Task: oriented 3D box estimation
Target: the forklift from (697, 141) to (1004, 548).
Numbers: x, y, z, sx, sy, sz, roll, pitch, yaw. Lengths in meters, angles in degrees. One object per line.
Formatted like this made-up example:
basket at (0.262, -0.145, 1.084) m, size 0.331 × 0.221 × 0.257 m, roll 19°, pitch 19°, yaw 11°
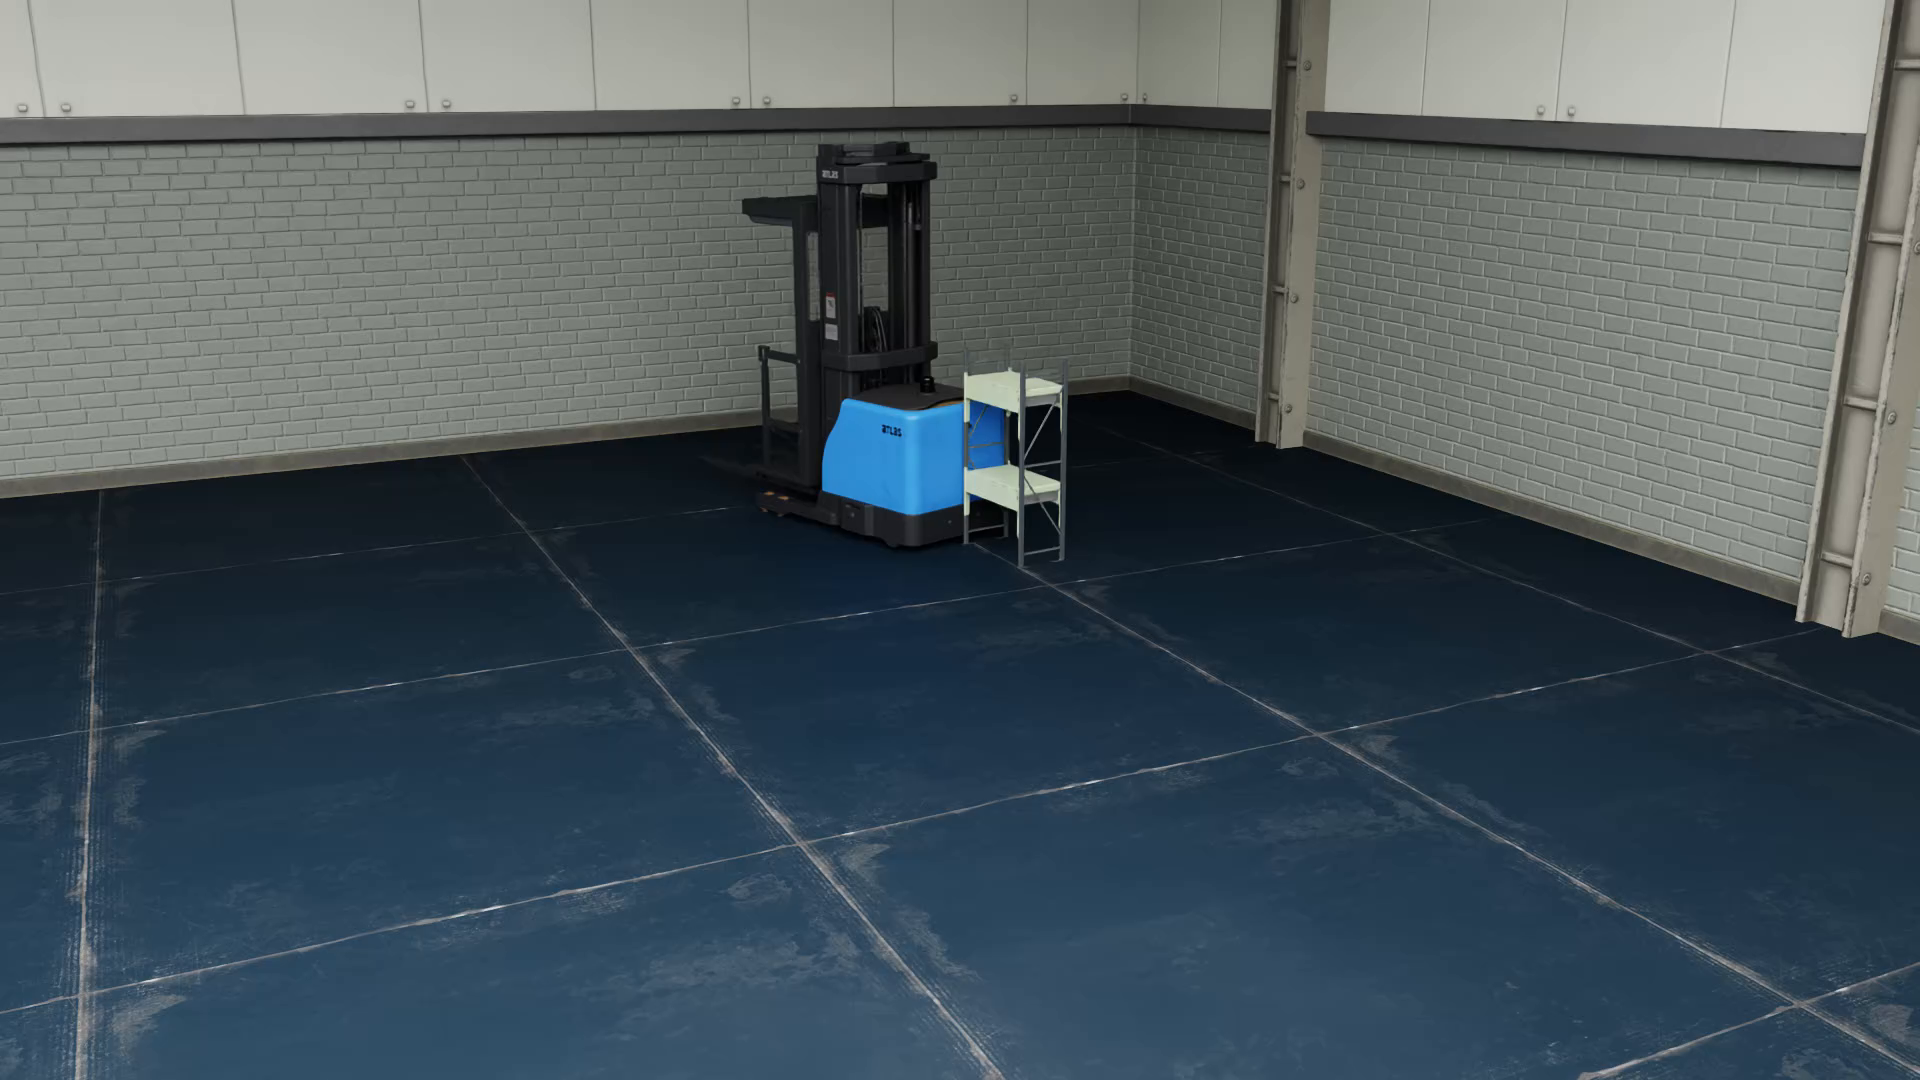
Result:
forklift at (-1.012, -1.681, 13.296) m, size 1.130 × 2.935 × 3.031 m, roll -15°, pitch 22°, yaw -41°

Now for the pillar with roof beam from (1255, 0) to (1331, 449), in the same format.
pillar with roof beam at (-0.794, -4.737, 12.943) m, size 9.100 × 9.000 × 0.400 m, roll -8°, pitch 18°, yaw -25°

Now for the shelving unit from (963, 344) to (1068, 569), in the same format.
shelving unit at (0.397, -0.626, 12.211) m, size 0.431 × 1.500 × 0.755 m, roll -10°, pitch 19°, yaw -31°

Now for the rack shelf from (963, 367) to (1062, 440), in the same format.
rack shelf at (0.397, -1.001, 12.104) m, size 0.431 × 0.370 × 0.720 m, roll -10°, pitch 19°, yaw -31°

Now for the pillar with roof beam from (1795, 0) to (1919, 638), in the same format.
pillar with roof beam at (1.835, -3.249, 7.759) m, size 9.100 × 9.000 × 0.400 m, roll -8°, pitch 18°, yaw -25°

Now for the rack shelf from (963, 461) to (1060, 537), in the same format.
rack shelf at (0.397, -0.312, 12.301) m, size 0.431 × 0.370 × 0.720 m, roll -10°, pitch 19°, yaw -31°

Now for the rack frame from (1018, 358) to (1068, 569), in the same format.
rack frame at (0.594, -0.540, 11.915) m, size 0.400 × 1.500 × 0.023 m, roll -10°, pitch 19°, yaw -31°

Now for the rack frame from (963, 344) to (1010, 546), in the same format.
rack frame at (0.199, -0.711, 12.508) m, size 0.400 × 1.500 × 0.023 m, roll -10°, pitch 19°, yaw -31°
